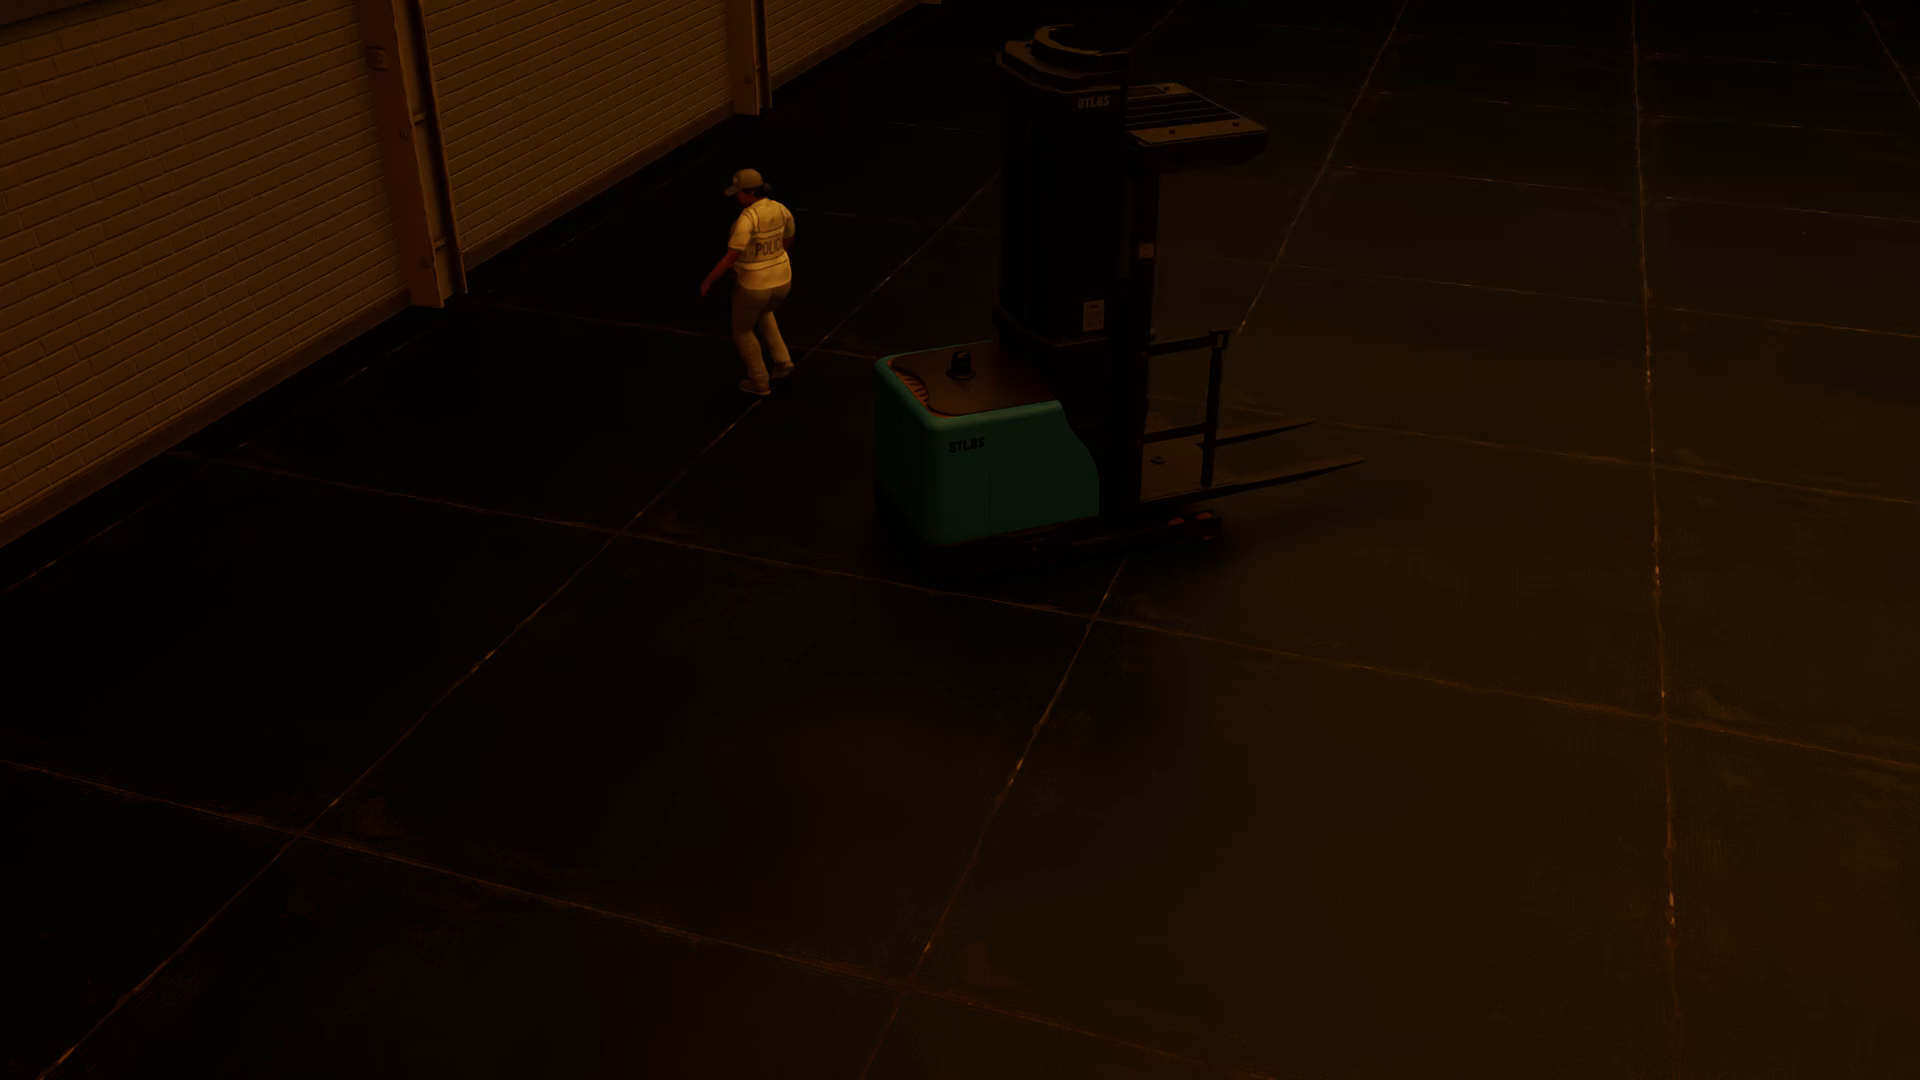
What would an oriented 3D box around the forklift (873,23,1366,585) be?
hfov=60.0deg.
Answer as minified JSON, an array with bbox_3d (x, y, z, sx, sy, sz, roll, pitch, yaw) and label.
[{"bbox_3d":[1.045,-1.468,9.713,3.031,2.935,1.130,-11,32,-19],"label":"forklift"}]

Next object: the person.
[{"bbox_3d":[-1.456,-1.778,11.596,0.487,1.660,0.752,26,38,37],"label":"person"}]
